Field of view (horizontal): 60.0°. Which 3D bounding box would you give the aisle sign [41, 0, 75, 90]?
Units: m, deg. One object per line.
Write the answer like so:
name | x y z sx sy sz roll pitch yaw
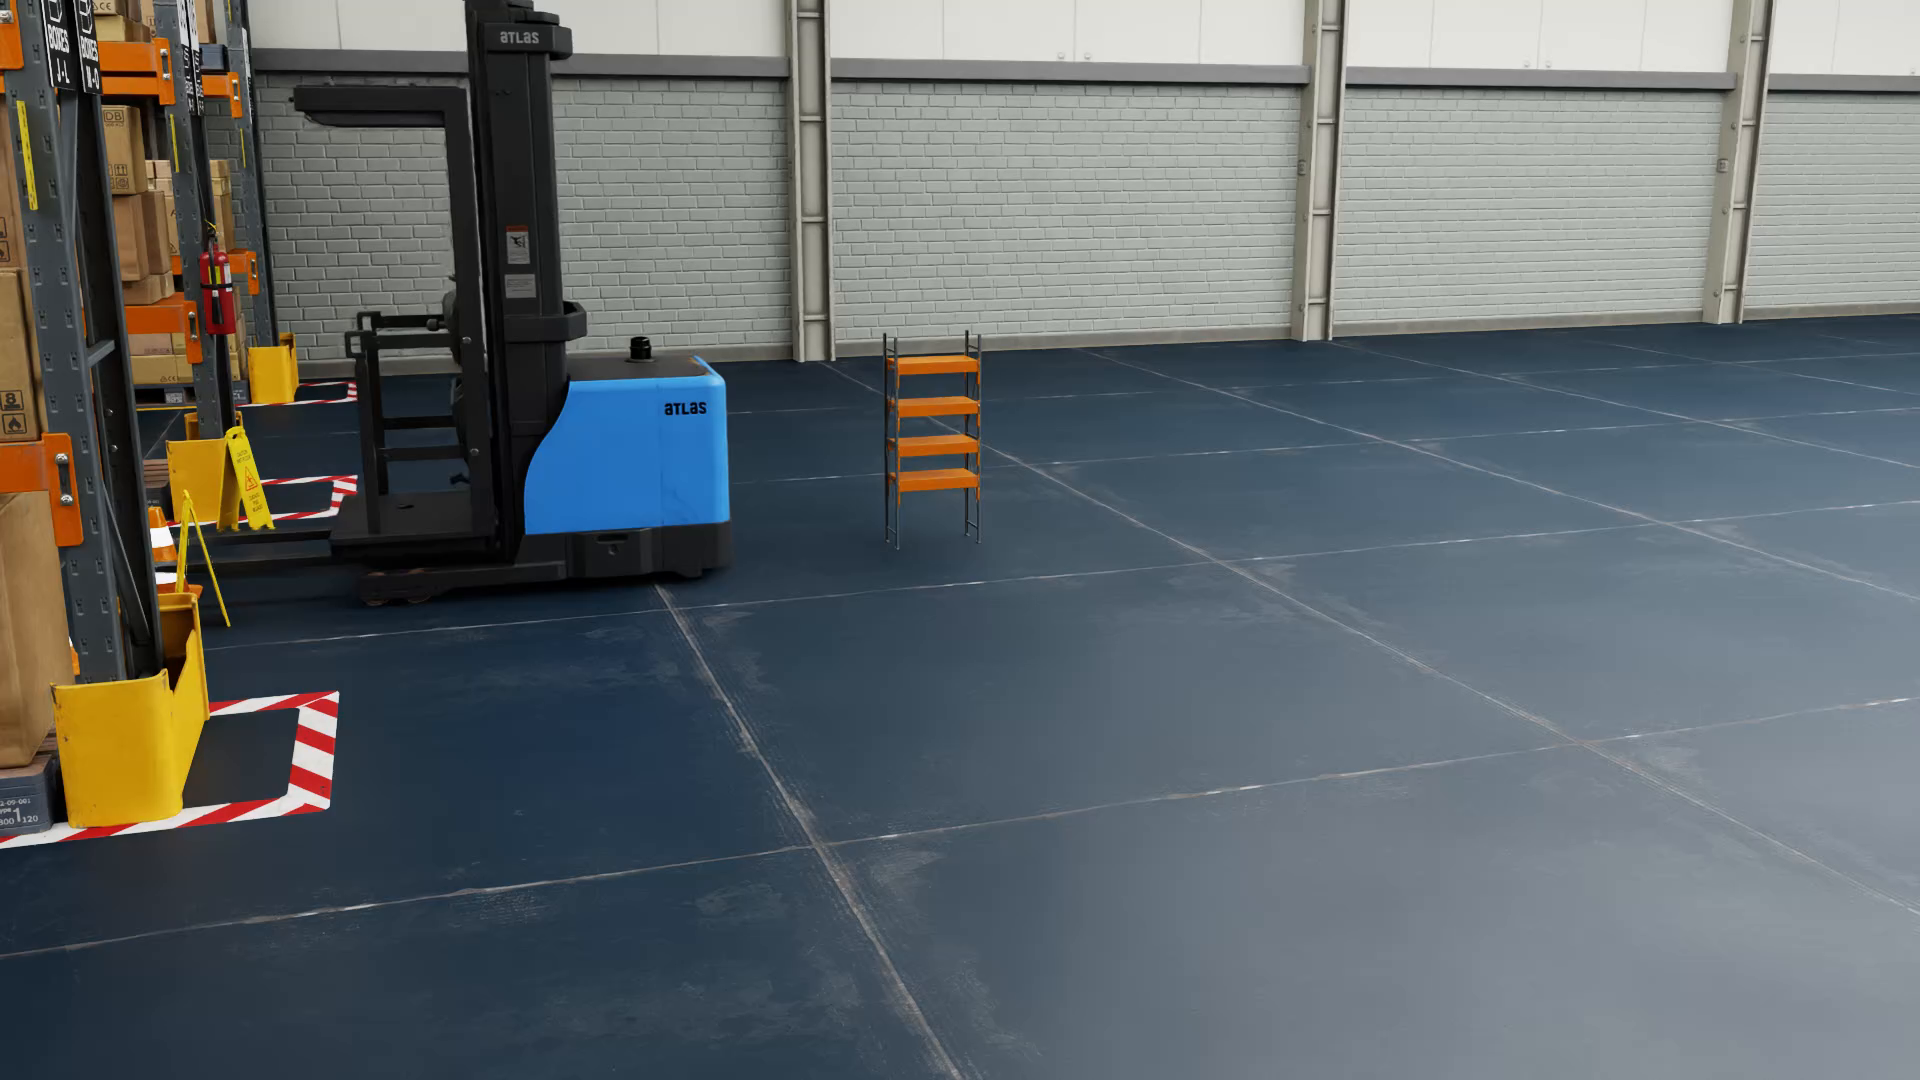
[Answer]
aisle sign | -2.870 -1.830 5.235 0.004 0.787 0.394 -4 14 -18

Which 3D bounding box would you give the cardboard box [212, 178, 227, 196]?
cardboard box | -6.533 -3.069 14.446 0.250 0.149 0.380 -4 14 -17

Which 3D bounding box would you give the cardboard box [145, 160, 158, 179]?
cardboard box | -7.030 -3.178 14.261 0.250 0.149 0.380 -4 14 -17

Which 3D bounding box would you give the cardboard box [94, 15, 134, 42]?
cardboard box | -4.957 -2.953 9.637 0.250 0.149 0.380 -4 14 -18

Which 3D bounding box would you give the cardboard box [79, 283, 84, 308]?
cardboard box | -5.199 -1.464 9.858 0.250 0.149 0.380 -5 14 -19

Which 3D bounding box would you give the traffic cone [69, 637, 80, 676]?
traffic cone | -3.989 0.336 7.229 0.334 0.463 0.336 -4 14 -18

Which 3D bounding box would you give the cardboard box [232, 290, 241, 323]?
cardboard box | -6.631 -2.043 14.622 0.500 0.250 0.500 -4 14 -16

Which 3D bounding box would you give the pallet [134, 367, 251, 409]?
pallet | -7.006 -1.370 14.946 1.213 0.211 1.003 -4 14 -18

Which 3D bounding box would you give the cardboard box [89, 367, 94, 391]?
cardboard box | -5.384 -0.819 10.017 0.500 0.500 0.500 -4 14 -18

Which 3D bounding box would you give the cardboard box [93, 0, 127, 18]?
cardboard box | -5.107 -3.138 9.552 0.500 0.250 0.500 -5 14 -19

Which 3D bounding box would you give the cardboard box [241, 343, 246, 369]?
cardboard box | -6.822 -1.665 15.197 0.500 0.250 0.500 -4 14 -18

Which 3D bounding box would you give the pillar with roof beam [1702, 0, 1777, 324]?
pillar with roof beam | 11.191 -6.241 16.435 0.400 9.000 9.100 -4 14 -18

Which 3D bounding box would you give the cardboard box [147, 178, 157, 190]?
cardboard box | -7.032 -3.038 14.316 0.250 0.149 0.380 -4 14 -17

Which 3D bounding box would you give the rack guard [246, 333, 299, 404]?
rack guard | -6.271 -1.578 15.196 0.348 0.500 1.175 -4 14 -18

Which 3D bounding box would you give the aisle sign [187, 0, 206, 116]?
aisle sign | -4.748 -3.041 10.328 0.004 0.787 0.394 -4 14 -18

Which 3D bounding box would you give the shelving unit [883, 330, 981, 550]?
shelving unit | -0.157 -0.571 9.453 0.503 1.200 0.258 -4 14 -18

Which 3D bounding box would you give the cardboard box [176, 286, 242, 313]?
cardboard box | -6.810 -2.151 15.078 0.500 0.250 0.500 -5 14 -19

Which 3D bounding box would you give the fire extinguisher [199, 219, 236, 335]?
fire extinguisher | -4.452 -1.573 9.943 0.183 0.674 0.296 -4 14 -18

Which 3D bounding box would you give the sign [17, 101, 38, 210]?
sign | -2.873 -1.184 5.125 0.005 0.325 0.100 -4 14 -18

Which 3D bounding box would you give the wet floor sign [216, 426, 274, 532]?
wet floor sign | -4.186 -0.338 9.668 0.232 0.644 0.267 0 13 1

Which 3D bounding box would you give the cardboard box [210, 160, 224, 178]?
cardboard box | -6.566 -3.228 14.473 0.250 0.149 0.380 -4 14 -18

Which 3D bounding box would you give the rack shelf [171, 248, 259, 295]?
rack shelf | -8.190 -2.295 14.362 4.000 0.370 1.077 -4 14 -18

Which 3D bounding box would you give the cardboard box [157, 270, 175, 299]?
cardboard box | -5.096 -1.602 10.438 0.250 0.149 0.380 -4 14 -18

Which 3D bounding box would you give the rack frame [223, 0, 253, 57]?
rack frame | -6.294 -5.711 14.205 0.127 3.000 1.000 -4 14 -18

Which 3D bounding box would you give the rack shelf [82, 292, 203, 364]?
rack shelf | -6.603 -1.206 9.786 4.000 0.370 1.077 -4 14 -18

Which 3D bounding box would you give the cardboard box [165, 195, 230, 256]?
cardboard box | -6.677 -2.747 14.493 0.500 0.500 0.500 -5 14 -19

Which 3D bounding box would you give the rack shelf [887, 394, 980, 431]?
rack shelf | -0.157 -0.724 9.416 0.480 0.148 0.258 -4 14 -18

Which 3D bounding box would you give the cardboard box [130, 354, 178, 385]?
cardboard box | -7.113 -1.520 14.586 0.500 0.250 0.500 -4 14 -18

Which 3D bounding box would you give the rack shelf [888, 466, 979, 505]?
rack shelf | -0.157 -0.313 9.514 0.480 0.148 0.258 -4 14 -18

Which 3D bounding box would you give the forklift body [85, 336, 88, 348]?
forklift body | -7.510 -1.839 12.727 1.214 2.155 2.313 -4 14 -18

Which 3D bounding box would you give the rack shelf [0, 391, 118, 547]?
rack shelf | -4.929 -0.128 5.253 4.000 0.370 1.077 -4 14 -18

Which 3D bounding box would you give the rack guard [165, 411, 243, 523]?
rack guard | -4.780 -0.482 10.589 0.348 0.500 1.175 -4 14 -18

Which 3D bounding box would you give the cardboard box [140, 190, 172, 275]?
cardboard box | -5.245 -1.923 10.386 0.500 0.500 0.500 -5 14 -19

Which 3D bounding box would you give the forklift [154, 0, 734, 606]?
forklift | -2.776 -1.234 8.498 3.031 2.935 1.130 -4 14 -16

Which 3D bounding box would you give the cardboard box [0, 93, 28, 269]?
cardboard box | -3.397 -1.205 5.569 0.550 0.550 0.875 -4 14 -18

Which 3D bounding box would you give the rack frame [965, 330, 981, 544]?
rack frame | 0.074 -0.590 9.528 0.015 1.200 0.240 -4 14 -18

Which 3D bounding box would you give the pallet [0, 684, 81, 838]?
pallet | -3.766 0.807 5.793 1.213 0.211 1.003 -4 14 -18

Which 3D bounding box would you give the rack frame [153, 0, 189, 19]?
rack frame | -4.708 -4.622 9.629 0.127 3.000 1.000 -4 14 -18

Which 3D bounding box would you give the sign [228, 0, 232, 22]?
sign | -6.134 -4.524 13.954 0.005 0.325 0.100 -4 14 -18

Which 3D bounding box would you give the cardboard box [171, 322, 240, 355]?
cardboard box | -6.656 -1.797 14.672 0.500 0.250 0.500 -5 14 -19

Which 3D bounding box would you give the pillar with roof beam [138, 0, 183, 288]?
pillar with roof beam | -5.869 -4.913 10.850 0.400 9.000 9.100 -4 14 -18
